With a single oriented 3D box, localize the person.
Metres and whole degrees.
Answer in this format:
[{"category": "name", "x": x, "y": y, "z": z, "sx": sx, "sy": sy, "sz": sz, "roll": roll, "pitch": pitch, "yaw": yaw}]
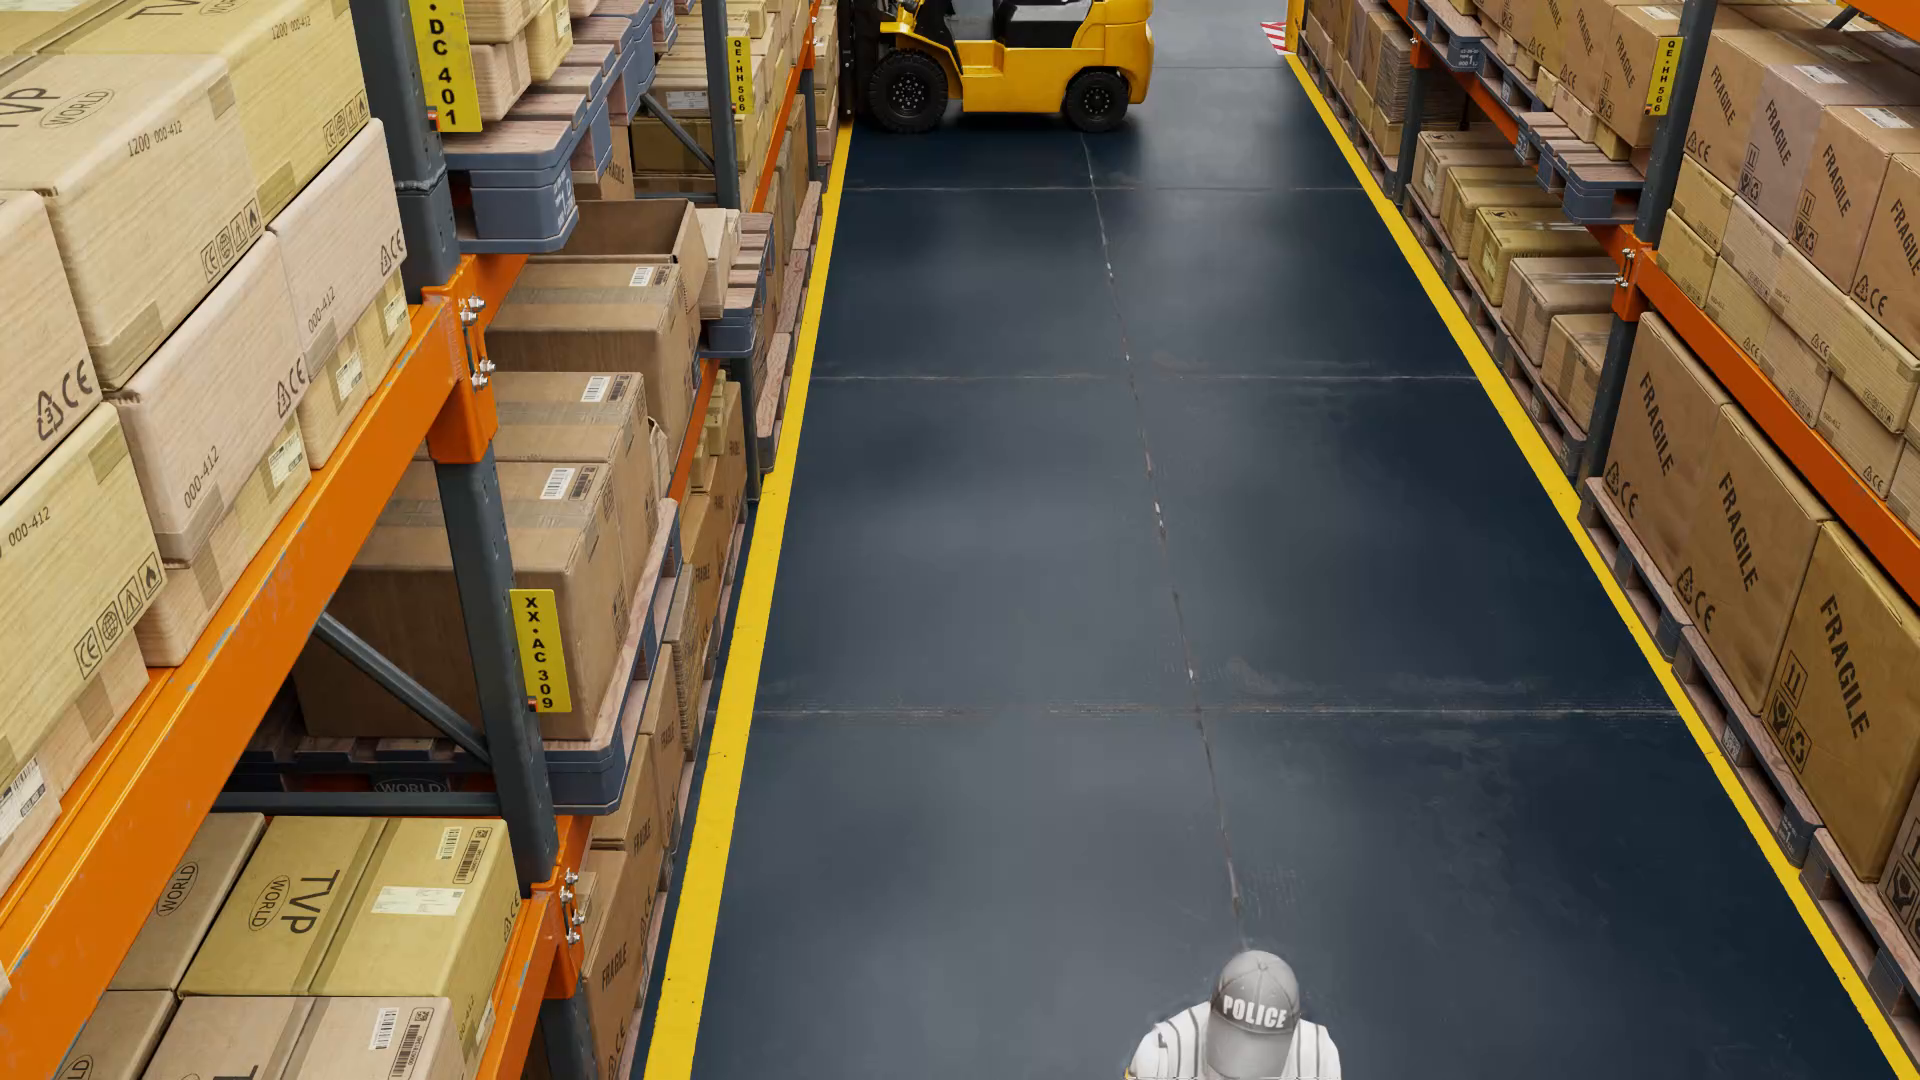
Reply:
[{"category": "person", "x": 0.565, "y": 1.491, "z": 3.721, "sx": 0.526, "sy": 1.616, "sz": 0.972, "roll": 4, "pitch": 32, "yaw": 6}]
